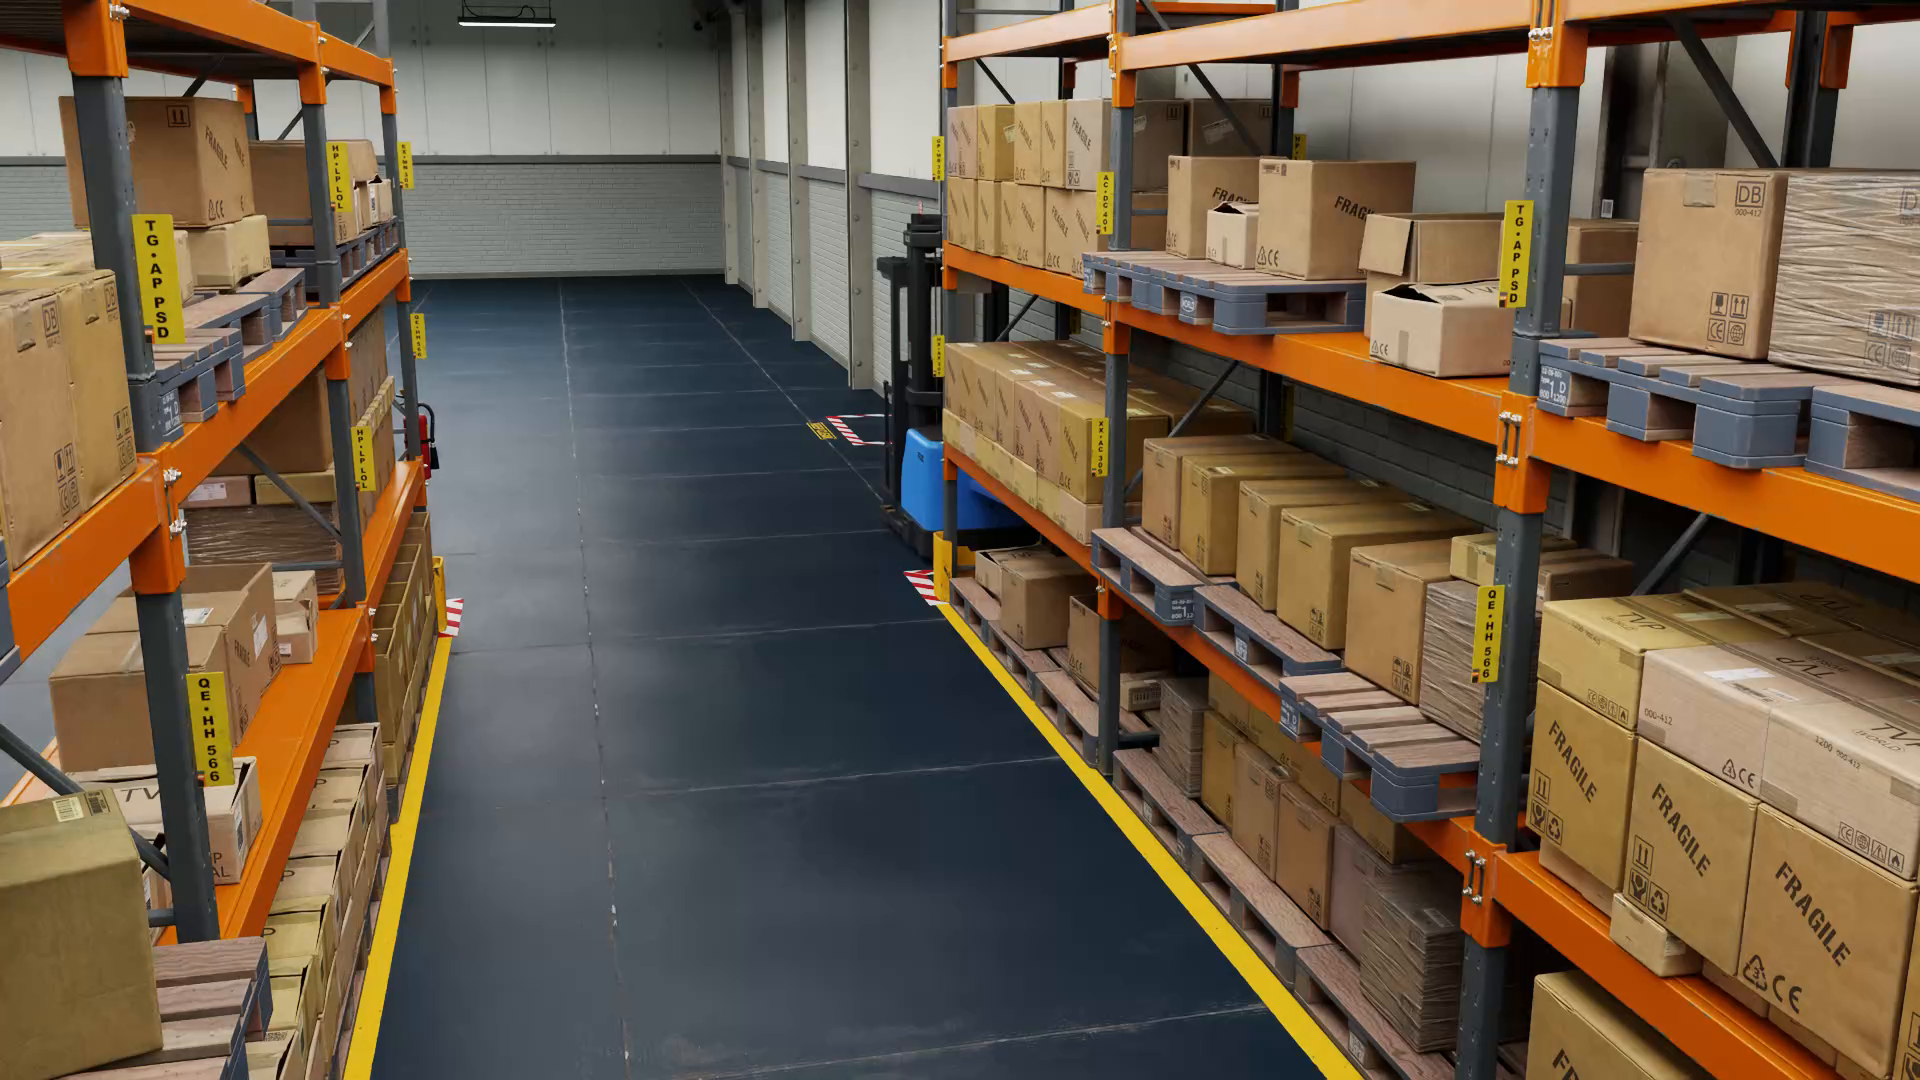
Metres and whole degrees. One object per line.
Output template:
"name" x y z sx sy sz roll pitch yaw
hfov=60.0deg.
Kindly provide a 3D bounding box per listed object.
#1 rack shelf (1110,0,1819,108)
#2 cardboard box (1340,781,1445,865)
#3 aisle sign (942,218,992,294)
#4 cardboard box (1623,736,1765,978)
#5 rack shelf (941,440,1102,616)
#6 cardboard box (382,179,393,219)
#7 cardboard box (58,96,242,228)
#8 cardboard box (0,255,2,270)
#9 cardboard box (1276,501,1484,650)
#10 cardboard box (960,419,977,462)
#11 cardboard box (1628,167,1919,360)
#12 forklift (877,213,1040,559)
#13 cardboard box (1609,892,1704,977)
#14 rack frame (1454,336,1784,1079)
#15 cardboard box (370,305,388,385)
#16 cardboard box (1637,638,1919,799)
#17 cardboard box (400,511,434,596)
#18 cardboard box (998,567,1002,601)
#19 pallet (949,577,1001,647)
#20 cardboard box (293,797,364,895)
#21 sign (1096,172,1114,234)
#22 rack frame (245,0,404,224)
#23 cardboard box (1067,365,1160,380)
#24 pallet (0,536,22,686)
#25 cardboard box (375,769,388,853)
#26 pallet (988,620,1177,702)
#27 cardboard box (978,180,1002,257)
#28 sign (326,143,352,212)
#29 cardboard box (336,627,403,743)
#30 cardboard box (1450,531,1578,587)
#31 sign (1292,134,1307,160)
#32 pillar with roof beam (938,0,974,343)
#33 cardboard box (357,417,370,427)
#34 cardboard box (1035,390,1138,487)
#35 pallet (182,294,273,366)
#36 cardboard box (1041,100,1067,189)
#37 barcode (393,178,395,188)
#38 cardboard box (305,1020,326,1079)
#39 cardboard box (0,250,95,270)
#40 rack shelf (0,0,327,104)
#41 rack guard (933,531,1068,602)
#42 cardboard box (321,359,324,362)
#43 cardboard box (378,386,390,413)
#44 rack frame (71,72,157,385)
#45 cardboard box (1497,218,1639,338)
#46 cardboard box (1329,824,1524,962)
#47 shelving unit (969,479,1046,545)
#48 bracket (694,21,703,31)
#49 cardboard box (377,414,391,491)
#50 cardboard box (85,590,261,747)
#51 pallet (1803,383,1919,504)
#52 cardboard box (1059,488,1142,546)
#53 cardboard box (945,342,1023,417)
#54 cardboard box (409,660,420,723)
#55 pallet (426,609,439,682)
"rack shelf" 1.774 -2.034 6.972 1.077 0.370 4.000 -3 14 -13
"cardboard box" 1.951 1.136 7.039 0.500 0.250 0.500 -3 14 -12
"aisle sign" 0.056 -2.310 12.908 0.394 0.787 0.004 -3 14 -13
"cardboard box" 2.223 0.843 4.599 0.500 0.500 0.500 -3 14 -11
"rack shelf" 0.834 -0.236 11.414 1.077 0.370 4.000 -3 14 -13
"cardboard box" -3.923 -2.176 10.651 0.500 0.250 0.500 -3 14 -13
"cardboard box" -3.247 -1.526 6.705 0.500 0.500 0.500 -2 14 -8
"cardboard box" -2.474 -0.815 3.629 0.500 0.500 0.500 -3 14 -13
"cardboard box" 1.809 0.142 7.211 0.700 0.500 0.500 -3 14 -13
"cardboard box" 0.306 -0.735 12.212 0.500 0.250 0.500 -4 14 -15
"cardboard box" 2.411 -0.815 4.806 0.700 0.500 0.500 -4 14 -18
"forklift" -0.151 -1.567 15.489 1.130 2.935 3.031 -3 14 -14
"cardboard box" 2.127 1.124 4.816 0.380 0.149 0.250 -3 14 -11
"rack frame" 2.243 0.798 5.663 1.000 3.000 0.127 -3 14 -13
"cardboard box" -4.340 -1.329 11.423 0.700 0.500 0.500 -3 14 -13
"cardboard box" 2.226 0.474 4.529 0.500 0.250 0.500 -3 14 -14
"cardboard box" -4.034 0.104 11.832 0.500 0.500 0.500 -3 14 -13
"cardboard box" 0.574 0.341 12.271 0.500 0.311 0.500 -2 14 -9
"pallet" 0.539 0.514 12.701 1.003 0.211 1.213 -3 14 -13
"cardboard box" -2.893 1.324 7.237 0.500 0.311 0.500 -3 14 -13
"sign" 0.778 -1.801 8.891 0.100 0.325 0.005 -3 14 -13
"rack frame" -4.450 -3.685 11.371 1.000 3.000 0.127 -3 14 -13
"cardboard box" 1.034 -0.900 11.306 0.500 0.500 0.500 -3 14 -12
"pallet" -1.963 0.239 2.029 1.213 0.211 1.003 -3 14 -13
"cardboard box" -3.131 1.364 8.257 0.500 0.250 0.500 -3 14 -14
"pallet" 0.822 0.795 11.551 1.003 0.211 1.213 -3 14 -13
"cardboard box" 0.417 -2.226 11.469 0.500 0.500 0.500 -3 14 -11
"sign" -2.985 -1.741 7.984 0.100 0.325 0.005 -3 14 -13
"cardboard box" -3.315 0.795 9.003 0.500 0.500 0.500 -3 14 -13
"cardboard box" 2.043 0.069 6.141 0.380 0.149 0.250 -6 15 -23
"sign" 1.843 -2.056 9.106 0.100 0.325 0.005 -3 14 -13
"pillar with roof beam" -4.224 -4.993 16.724 9.100 9.000 0.400 -3 14 -13
"cardboard box" -3.752 -0.641 9.977 0.380 0.149 0.250 -3 14 -14
"cardboard box" 0.770 -0.632 10.212 0.500 0.500 0.500 -3 14 -14
"pallet" -3.083 -0.700 5.871 1.003 0.211 1.213 -3 14 -11
"cardboard box" 0.783 -2.353 9.880 0.500 0.500 0.500 -3 14 -10
"barcode" -3.910 -2.467 11.483 0.001 0.075 0.075 -3 14 -13
"cardboard box" -2.527 1.954 5.841 0.500 0.250 0.500 -4 14 -15
"cardboard box" -2.873 -0.735 5.047 0.500 0.250 0.500 -3 14 -12
"rack shelf" -3.041 -1.757 5.838 1.077 0.370 4.000 -3 14 -13
"rack guard" 0.382 0.184 13.442 1.175 0.500 0.348 -3 14 -13
"cardboard box" -3.740 -0.745 9.035 0.700 0.500 0.500 -3 14 -13
"cardboard box" -4.052 -0.937 11.189 0.380 0.149 0.250 -3 14 -14
"rack frame" -2.571 -1.839 3.817 1.000 3.000 0.127 -3 14 -13
"cardboard box" 2.298 -0.896 6.025 0.500 0.500 0.500 -3 14 -13
"cardboard box" 2.016 1.510 7.088 0.700 0.500 0.500 -3 14 -13
"shelving unit" 0.555 -0.523 13.996 0.538 1.500 1.048 -14 27 -36
"bracket" -6.675 -13.140 42.490 0.235 0.232 0.430 -3 14 -13
"cardboard box" -4.224 -0.590 11.133 0.700 0.500 0.500 -3 14 -12
"cardboard box" -3.104 0.519 6.595 0.500 0.500 0.500 -3 14 -13
"pallet" 2.712 -0.164 3.678 1.003 0.211 1.213 -3 14 -11
"cardboard box" 0.898 -0.154 9.833 0.500 0.250 0.500 -3 14 -13
"cardboard box" 0.185 -1.222 12.624 0.500 0.500 0.500 -3 14 -13
"cardboard box" -3.549 0.929 10.036 0.500 0.250 0.500 -3 14 -13
"pallet" -4.229 0.758 11.701 1.003 0.211 1.213 -3 14 -13
